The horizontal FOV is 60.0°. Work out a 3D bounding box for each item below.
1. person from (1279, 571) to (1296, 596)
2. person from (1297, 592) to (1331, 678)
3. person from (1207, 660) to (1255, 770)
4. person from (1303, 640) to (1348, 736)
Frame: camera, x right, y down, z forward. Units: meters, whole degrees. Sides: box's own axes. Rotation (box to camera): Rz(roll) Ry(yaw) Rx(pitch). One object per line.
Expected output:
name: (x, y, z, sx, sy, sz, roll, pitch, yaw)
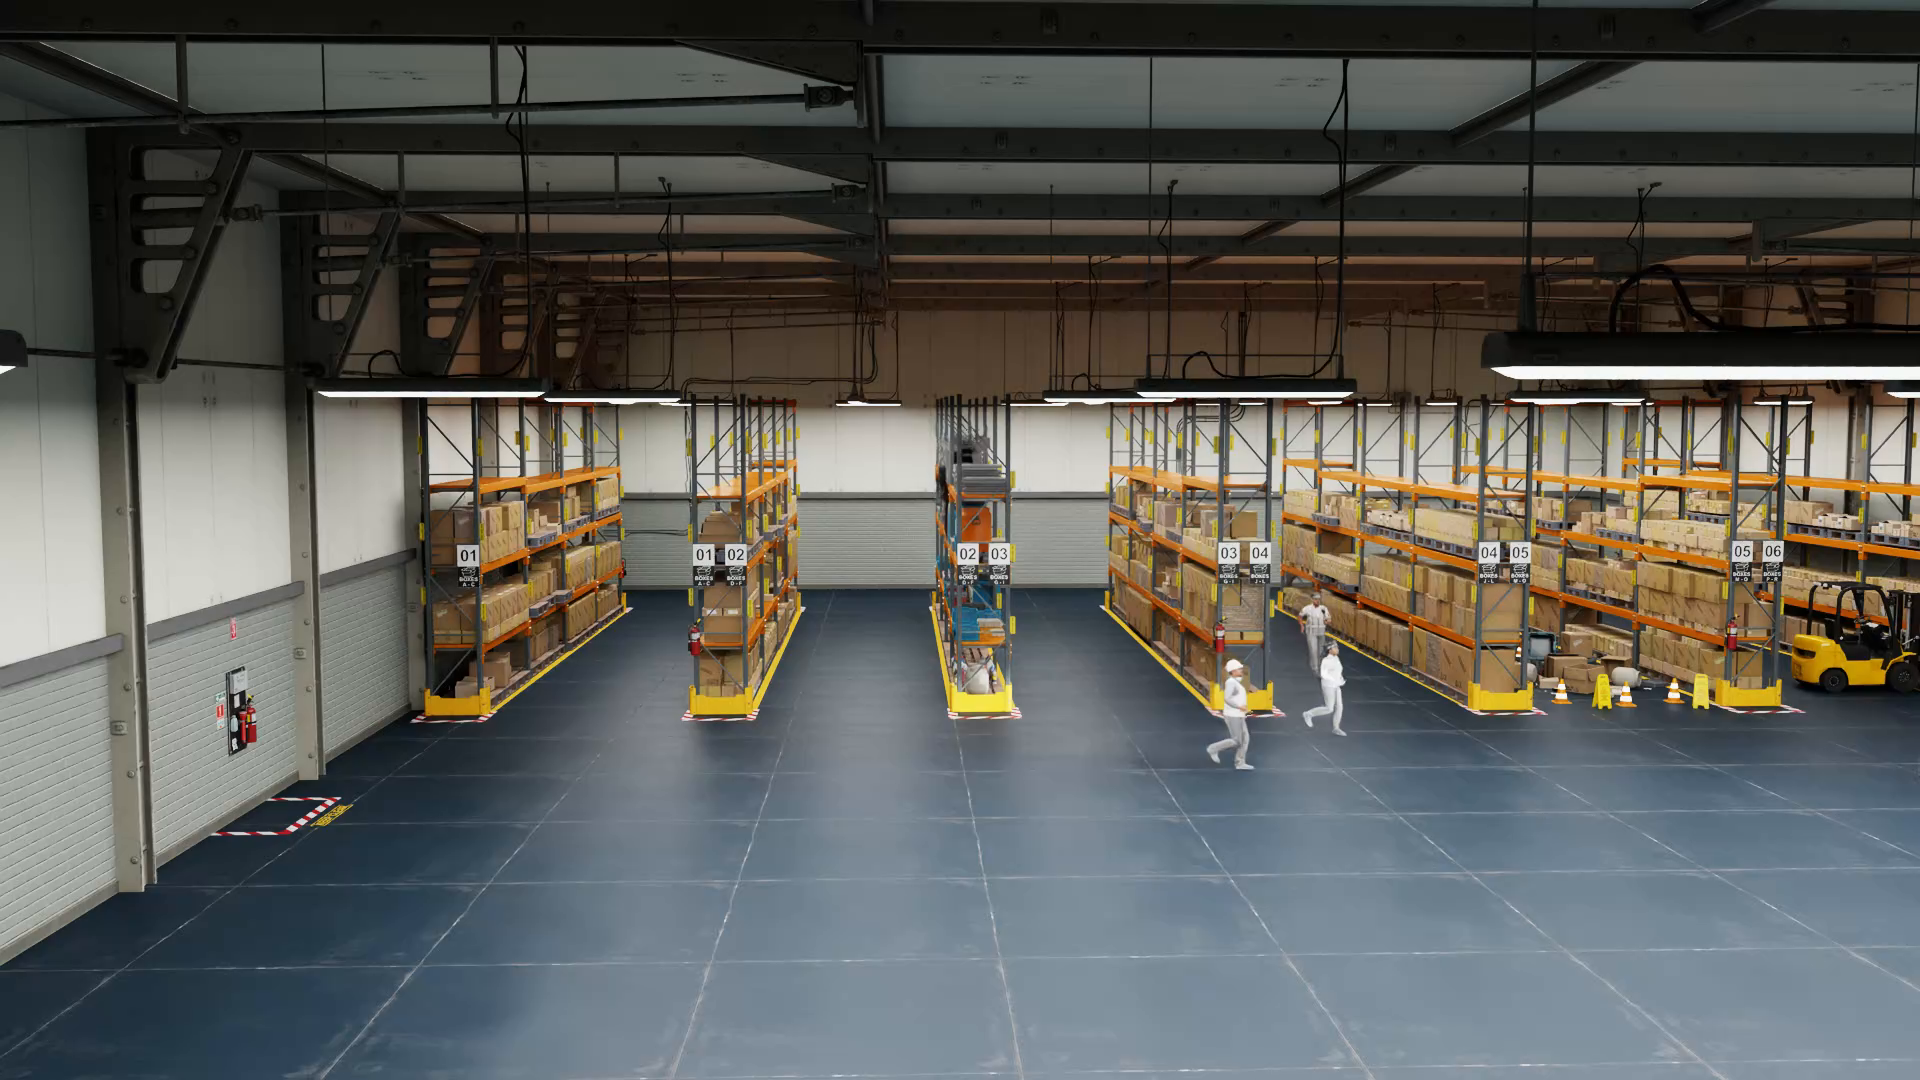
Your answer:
person: (9.777, 1.078, 48.914, 0.708, 1.637, 0.589, -1, 5, -10)
person: (7.630, 2.004, 35.674, 0.666, 1.779, 0.964, -1, 5, -9)
person: (4.312, 2.771, 26.402, 0.752, 1.748, 0.657, 1, 5, 17)
person: (6.506, 2.592, 29.332, 0.746, 1.695, 0.624, 3, 6, 35)
